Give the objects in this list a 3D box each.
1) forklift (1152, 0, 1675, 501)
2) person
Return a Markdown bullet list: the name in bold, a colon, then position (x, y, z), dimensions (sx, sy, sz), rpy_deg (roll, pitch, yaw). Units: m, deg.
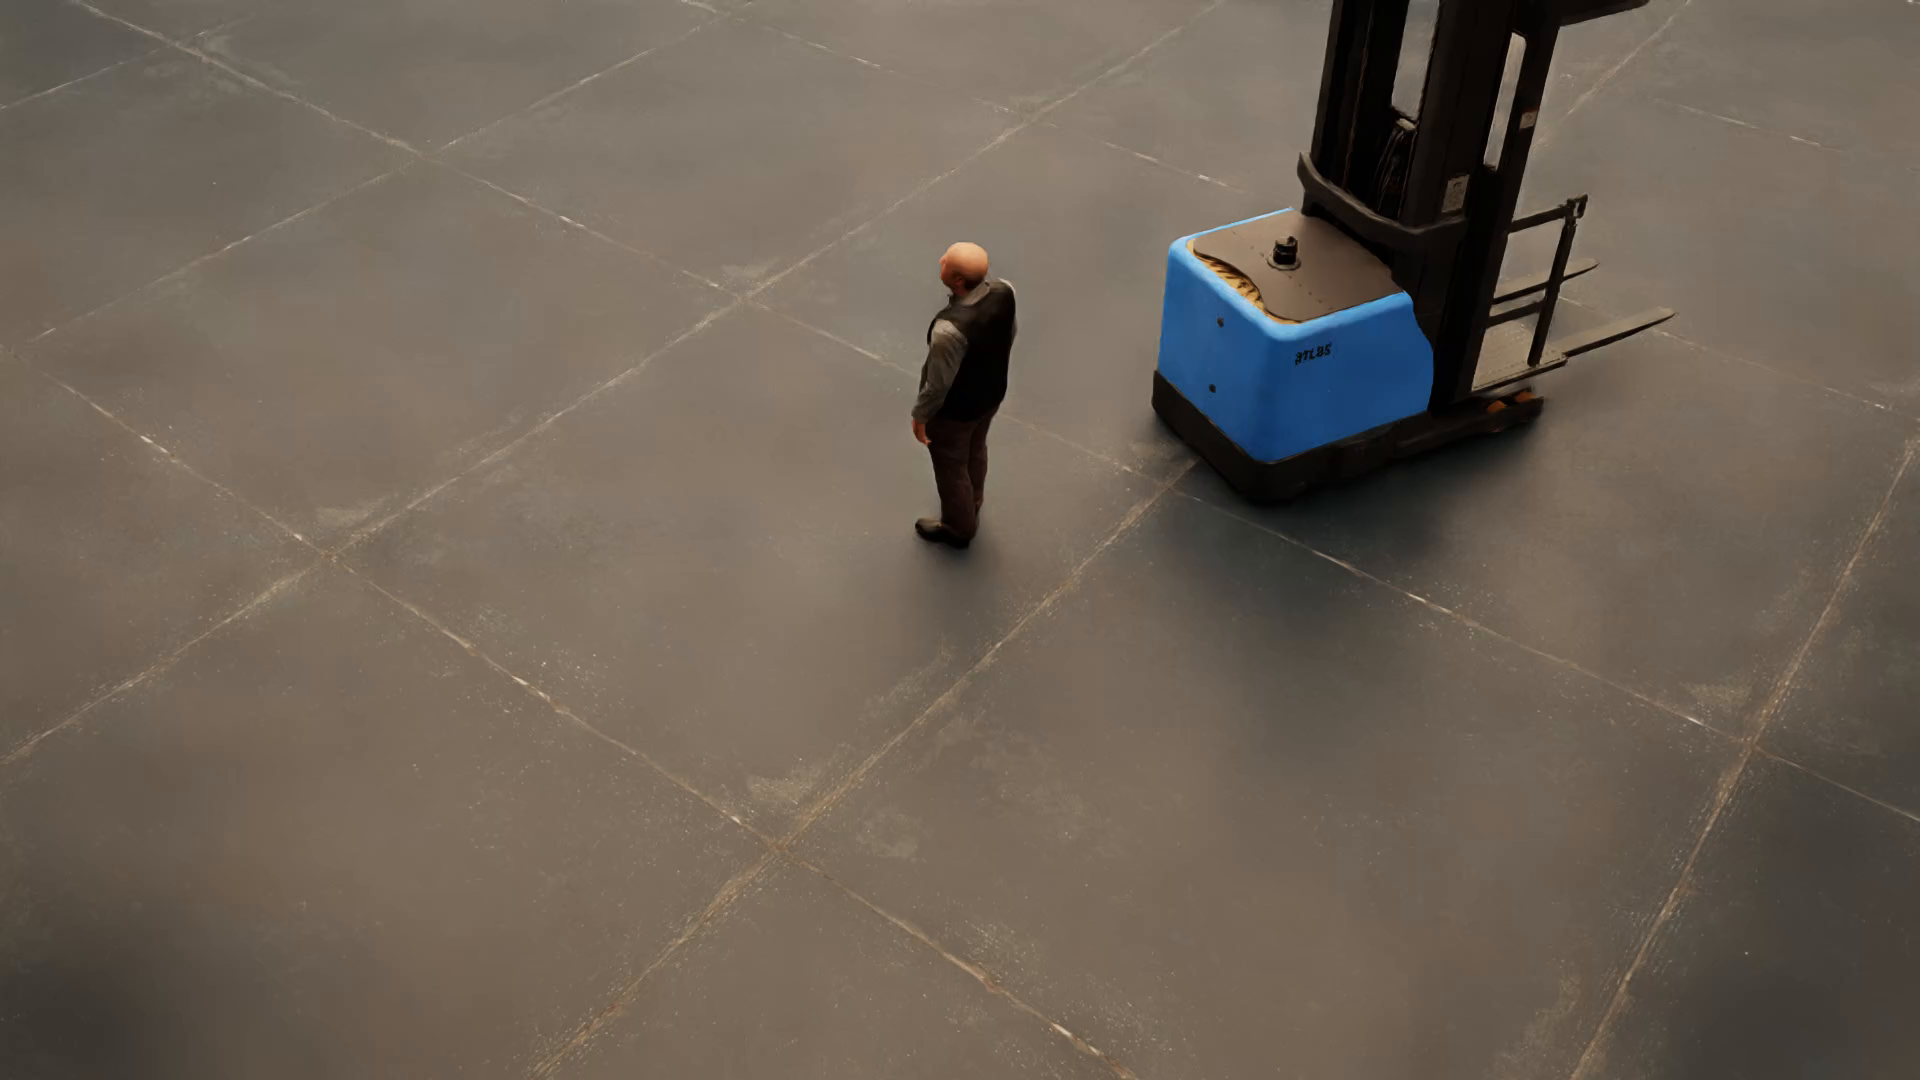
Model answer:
- **forklift**: position (2.598, -1.987, 8.405), dimensions (3.031, 2.935, 1.130), rpy_deg (-19, 44, -20)
- **person**: position (-0.045, -0.689, 7.804), dimensions (0.567, 1.720, 0.632), rpy_deg (26, 47, 28)
